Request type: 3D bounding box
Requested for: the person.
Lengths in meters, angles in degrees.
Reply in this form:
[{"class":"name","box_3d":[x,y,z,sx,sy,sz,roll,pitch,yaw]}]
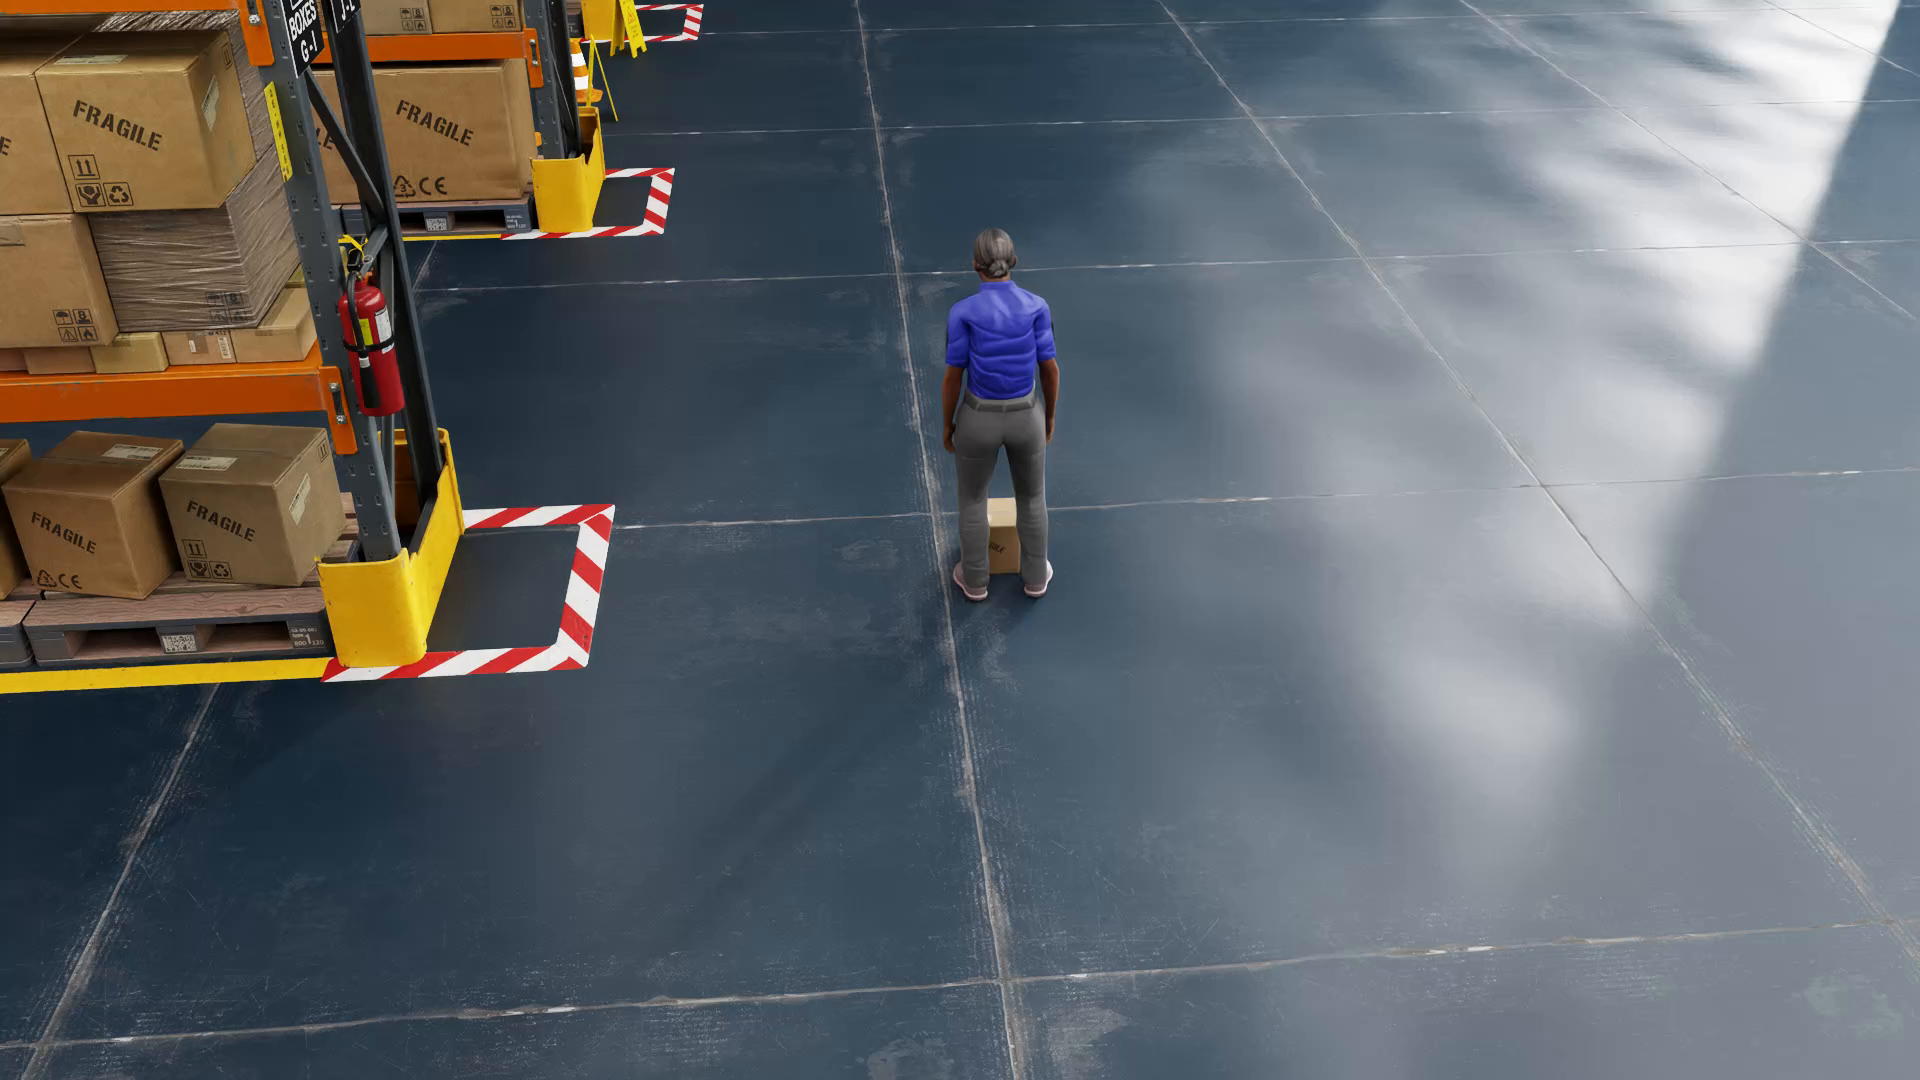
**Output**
[{"class":"person","box_3d":[0.173,-0.491,6.961,0.512,1.639,0.352,-4,32,-7]}]
